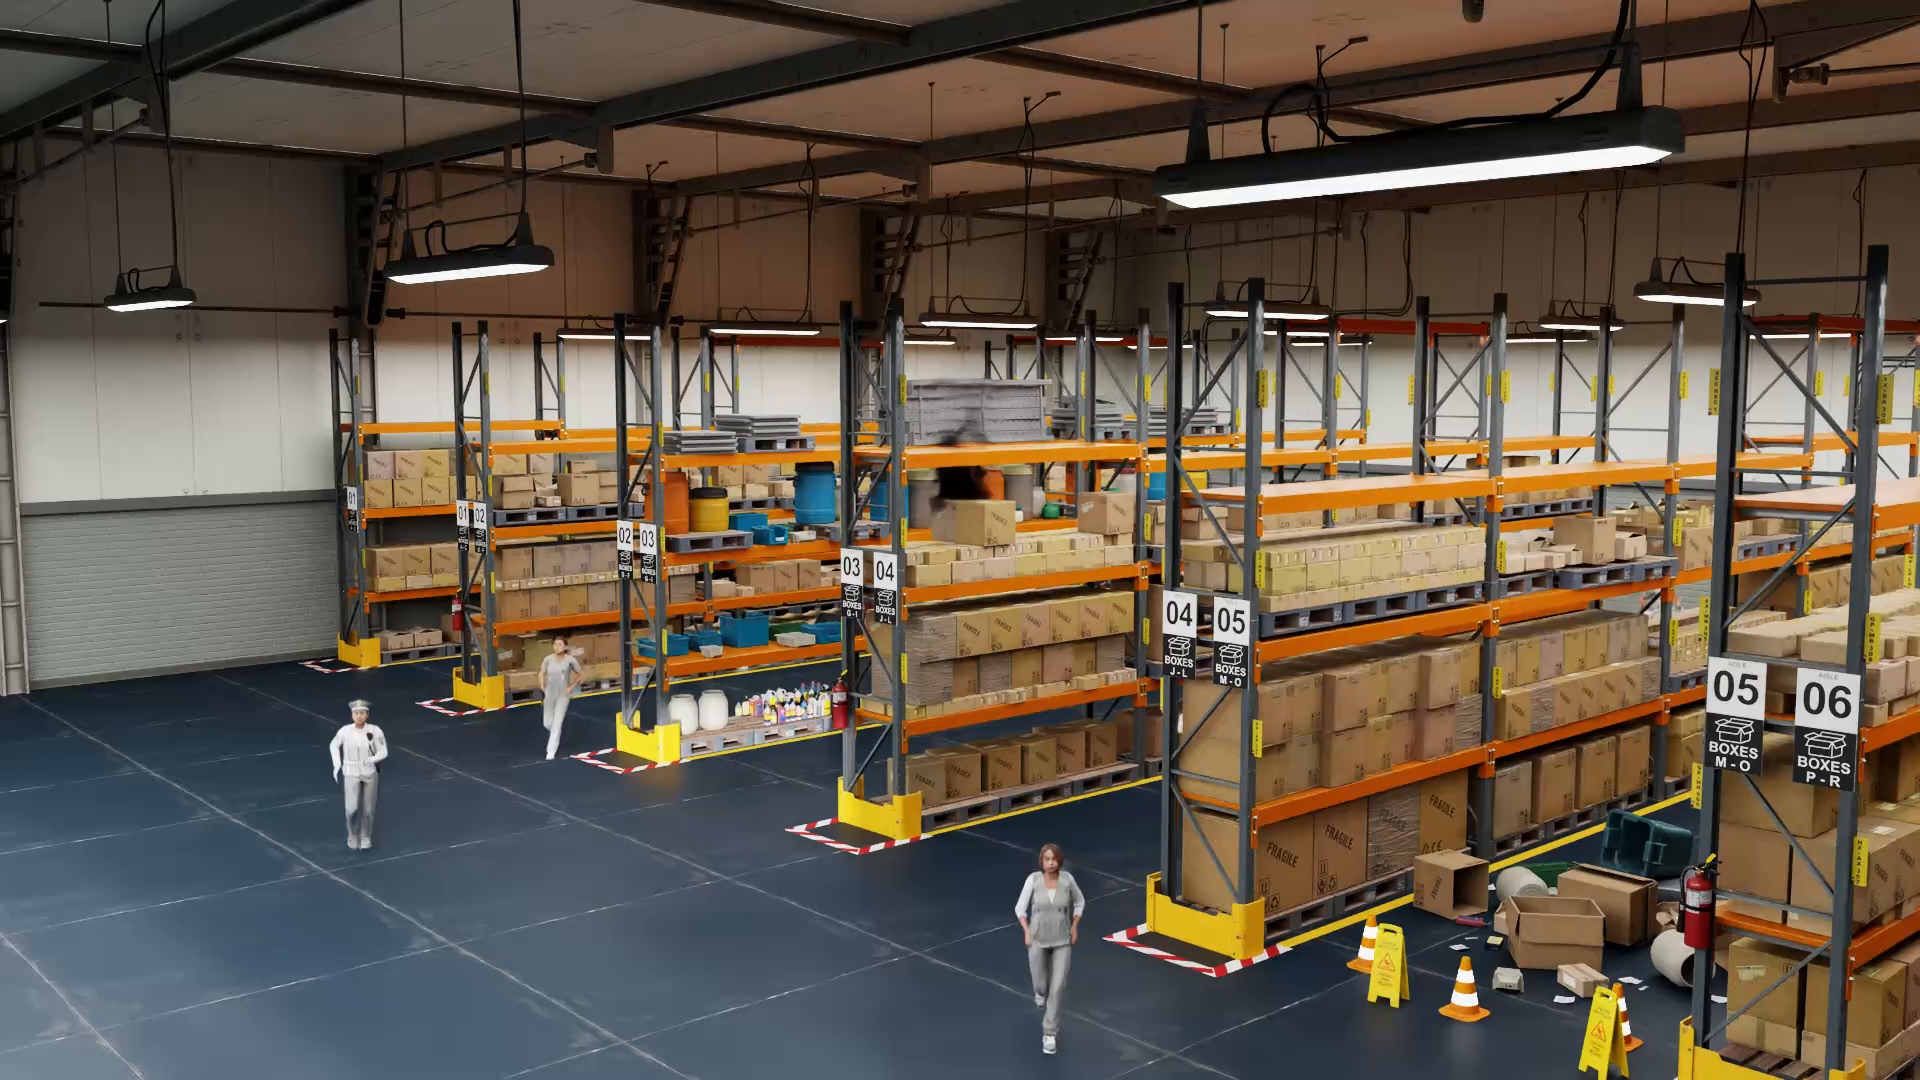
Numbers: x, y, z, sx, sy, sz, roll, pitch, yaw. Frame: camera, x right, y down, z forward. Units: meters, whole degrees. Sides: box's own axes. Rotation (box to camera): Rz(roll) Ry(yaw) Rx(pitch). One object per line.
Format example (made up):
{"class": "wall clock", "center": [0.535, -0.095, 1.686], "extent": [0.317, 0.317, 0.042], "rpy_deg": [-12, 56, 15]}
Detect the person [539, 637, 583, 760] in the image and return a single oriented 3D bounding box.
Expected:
{"class": "person", "center": [-5.442, 2.121, 22.694], "extent": [0.583, 1.643, 0.729], "rpy_deg": [0, 6, 2]}

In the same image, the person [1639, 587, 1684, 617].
{"class": "person", "center": [12.411, 1.385, 29.243], "extent": [0.718, 1.782, 0.939], "rpy_deg": [-2, 6, -21]}

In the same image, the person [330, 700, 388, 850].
{"class": "person", "center": [-6.488, 2.549, 17.976], "extent": [0.593, 1.660, 0.624], "rpy_deg": [-2, 6, -19]}

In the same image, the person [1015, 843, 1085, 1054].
{"class": "person", "center": [0.703, 3.121, 12.936], "extent": [0.548, 1.577, 0.692], "rpy_deg": [0, 6, 0]}

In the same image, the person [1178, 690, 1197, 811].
{"class": "person", "center": [2.535, 2.513, 18.176], "extent": [0.673, 1.784, 0.694], "rpy_deg": [5, 8, 42]}
